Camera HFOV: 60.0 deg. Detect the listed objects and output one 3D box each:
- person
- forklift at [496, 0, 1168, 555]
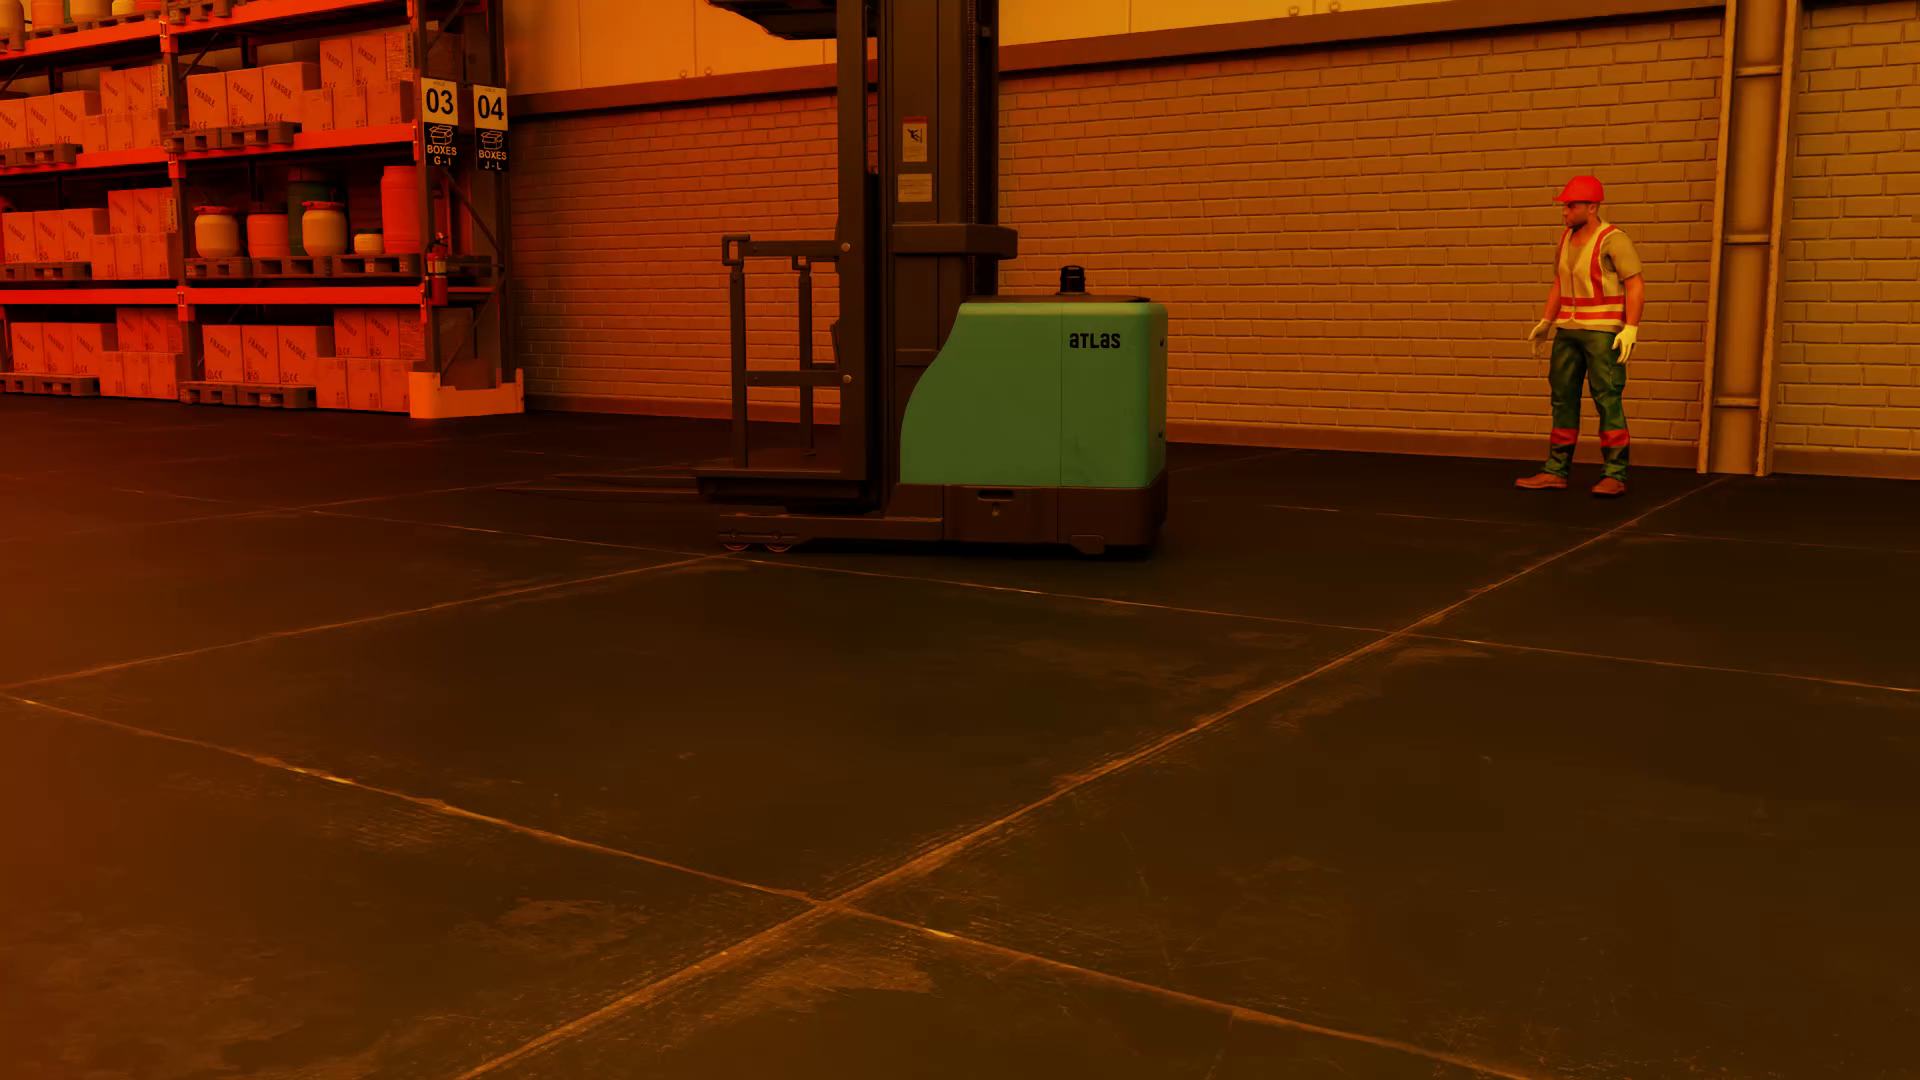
[{"bbox_3d":[3.541,-1.162,9.467,0.479,1.778,0.694,-4,9,-27],"label":"person"},{"bbox_3d":[-0.596,-1.469,7.520,3.031,2.935,1.130,2,8,12],"label":"forklift"}]
